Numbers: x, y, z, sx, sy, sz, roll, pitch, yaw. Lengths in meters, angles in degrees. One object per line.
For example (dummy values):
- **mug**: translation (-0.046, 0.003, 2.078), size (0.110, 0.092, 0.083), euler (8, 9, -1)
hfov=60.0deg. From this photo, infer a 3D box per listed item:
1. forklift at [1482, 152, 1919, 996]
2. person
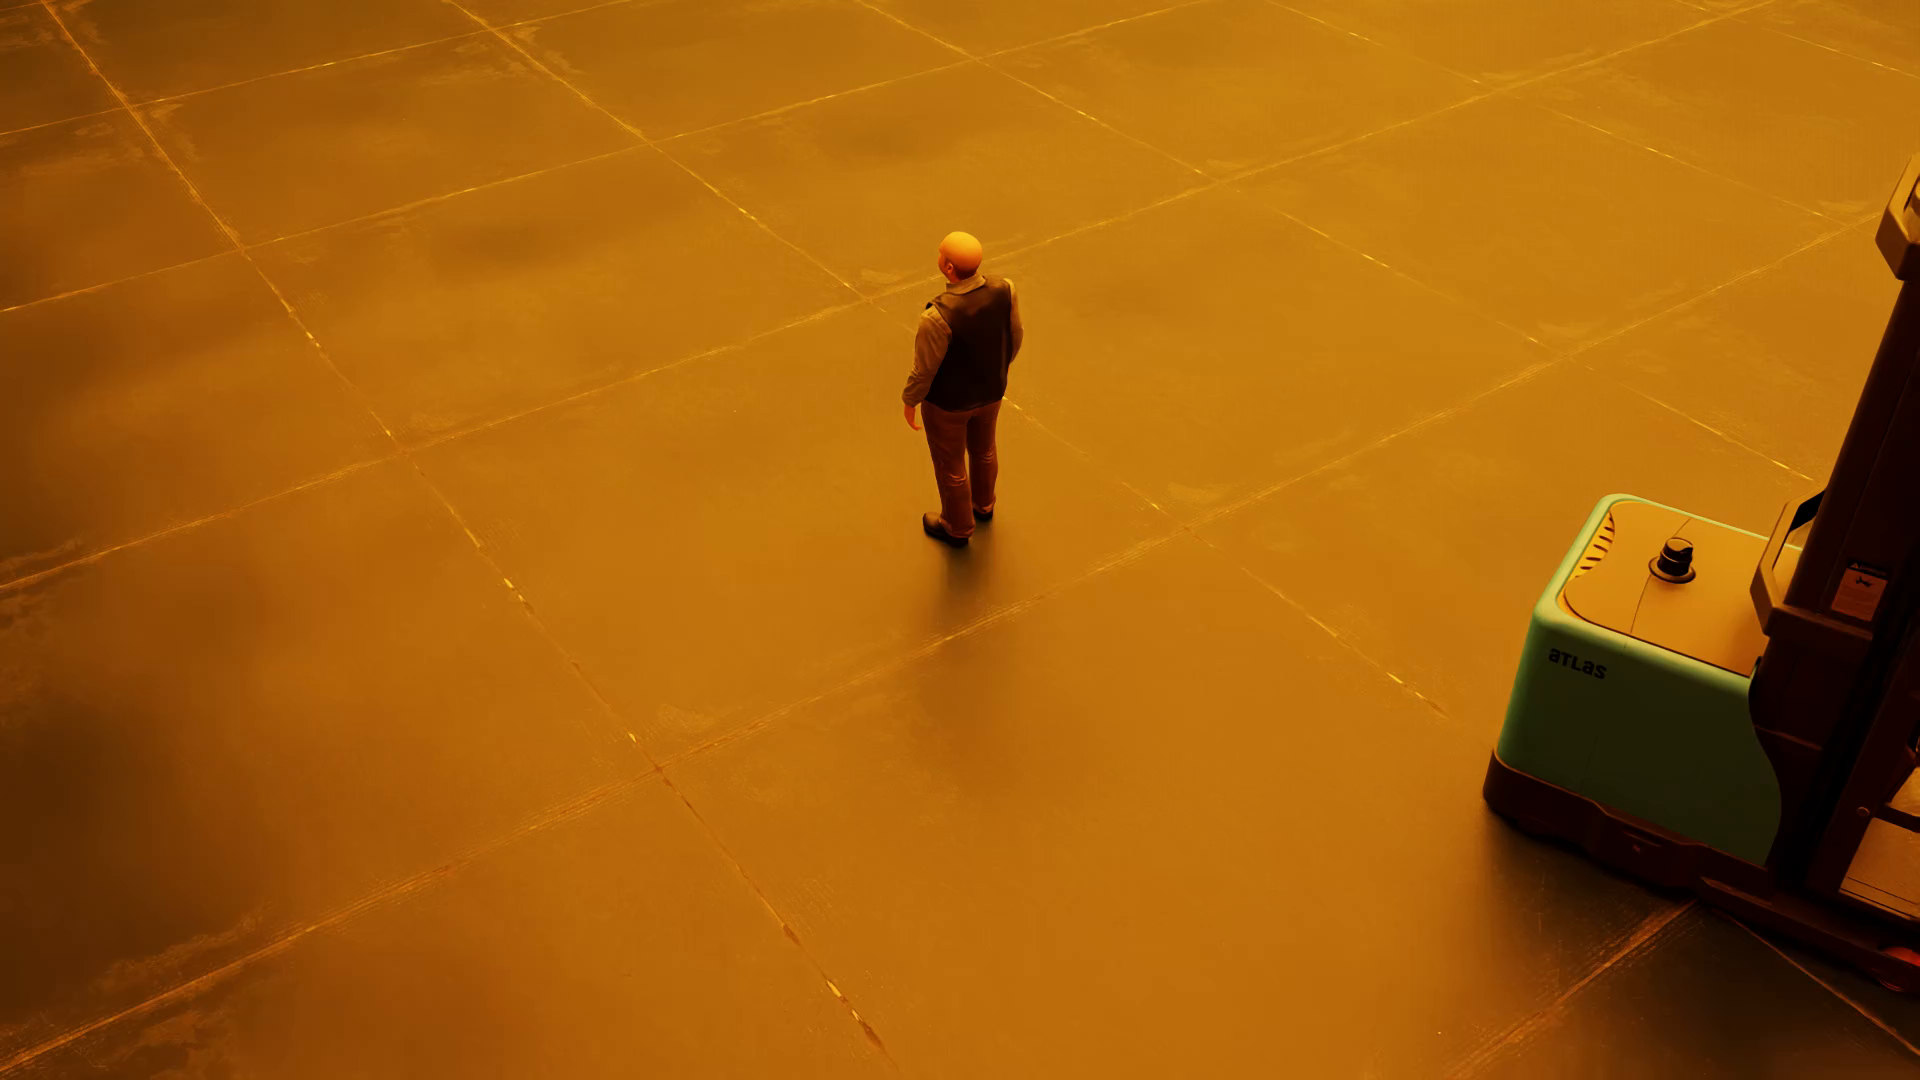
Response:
- **forklift**: translation (3.670, 0.190, 5.687), size (3.031, 2.935, 1.130), euler (21, 42, 26)
- **person**: translation (-0.029, -0.731, 7.938), size (0.632, 1.720, 0.568), euler (-23, 42, -28)
